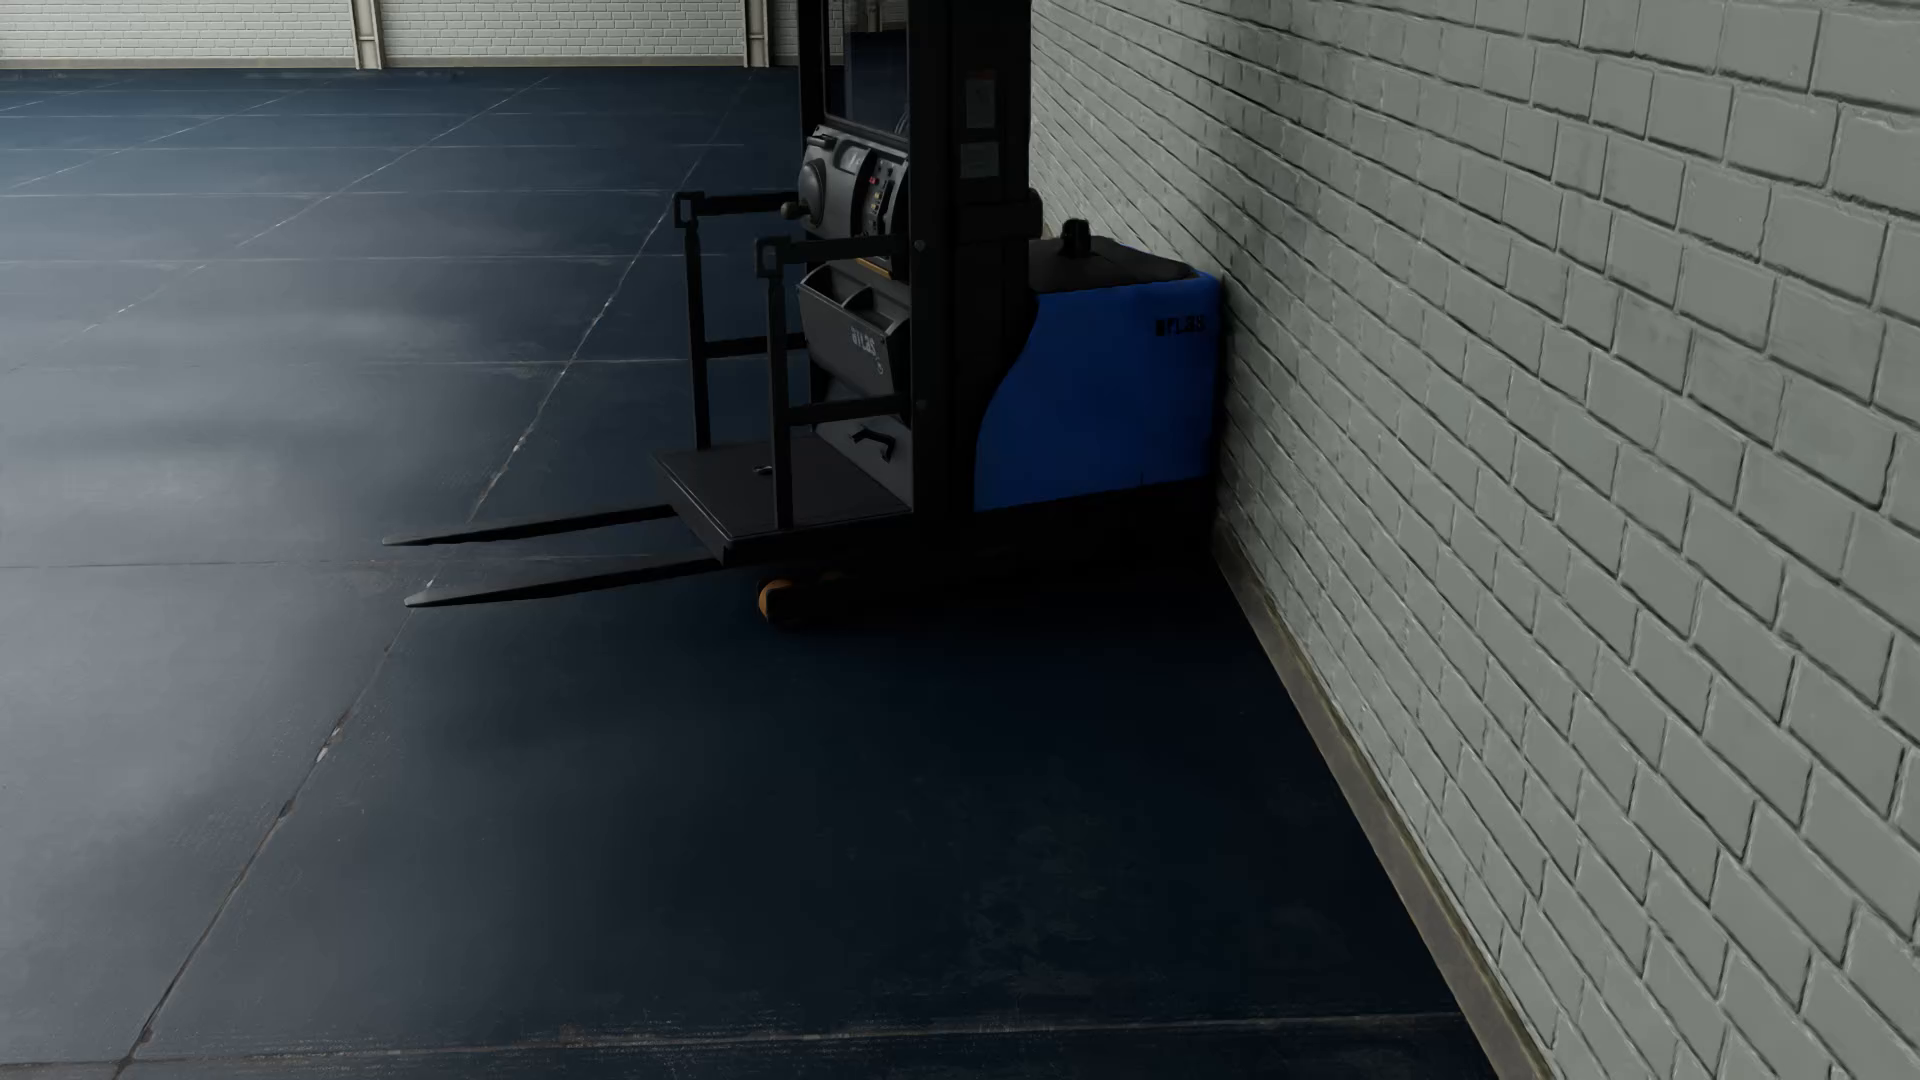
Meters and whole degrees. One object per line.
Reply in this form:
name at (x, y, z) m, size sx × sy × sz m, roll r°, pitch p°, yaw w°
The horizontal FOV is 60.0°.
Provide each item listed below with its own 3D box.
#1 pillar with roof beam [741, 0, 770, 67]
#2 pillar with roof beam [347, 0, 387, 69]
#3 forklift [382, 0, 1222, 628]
pillar with roof beam at (-2.963, -10.175, 20.699) m, size 0.400 × 9.000 × 9.100 m, roll -1°, pitch 21°, yaw -3°
pillar with roof beam at (-8.953, -10.053, 20.379) m, size 0.400 × 9.000 × 9.100 m, roll -1°, pitch 21°, yaw -3°
forklift at (-0.570, -1.278, 5.857) m, size 3.031 × 2.935 × 1.130 m, roll -9°, pitch 23°, yaw -23°
